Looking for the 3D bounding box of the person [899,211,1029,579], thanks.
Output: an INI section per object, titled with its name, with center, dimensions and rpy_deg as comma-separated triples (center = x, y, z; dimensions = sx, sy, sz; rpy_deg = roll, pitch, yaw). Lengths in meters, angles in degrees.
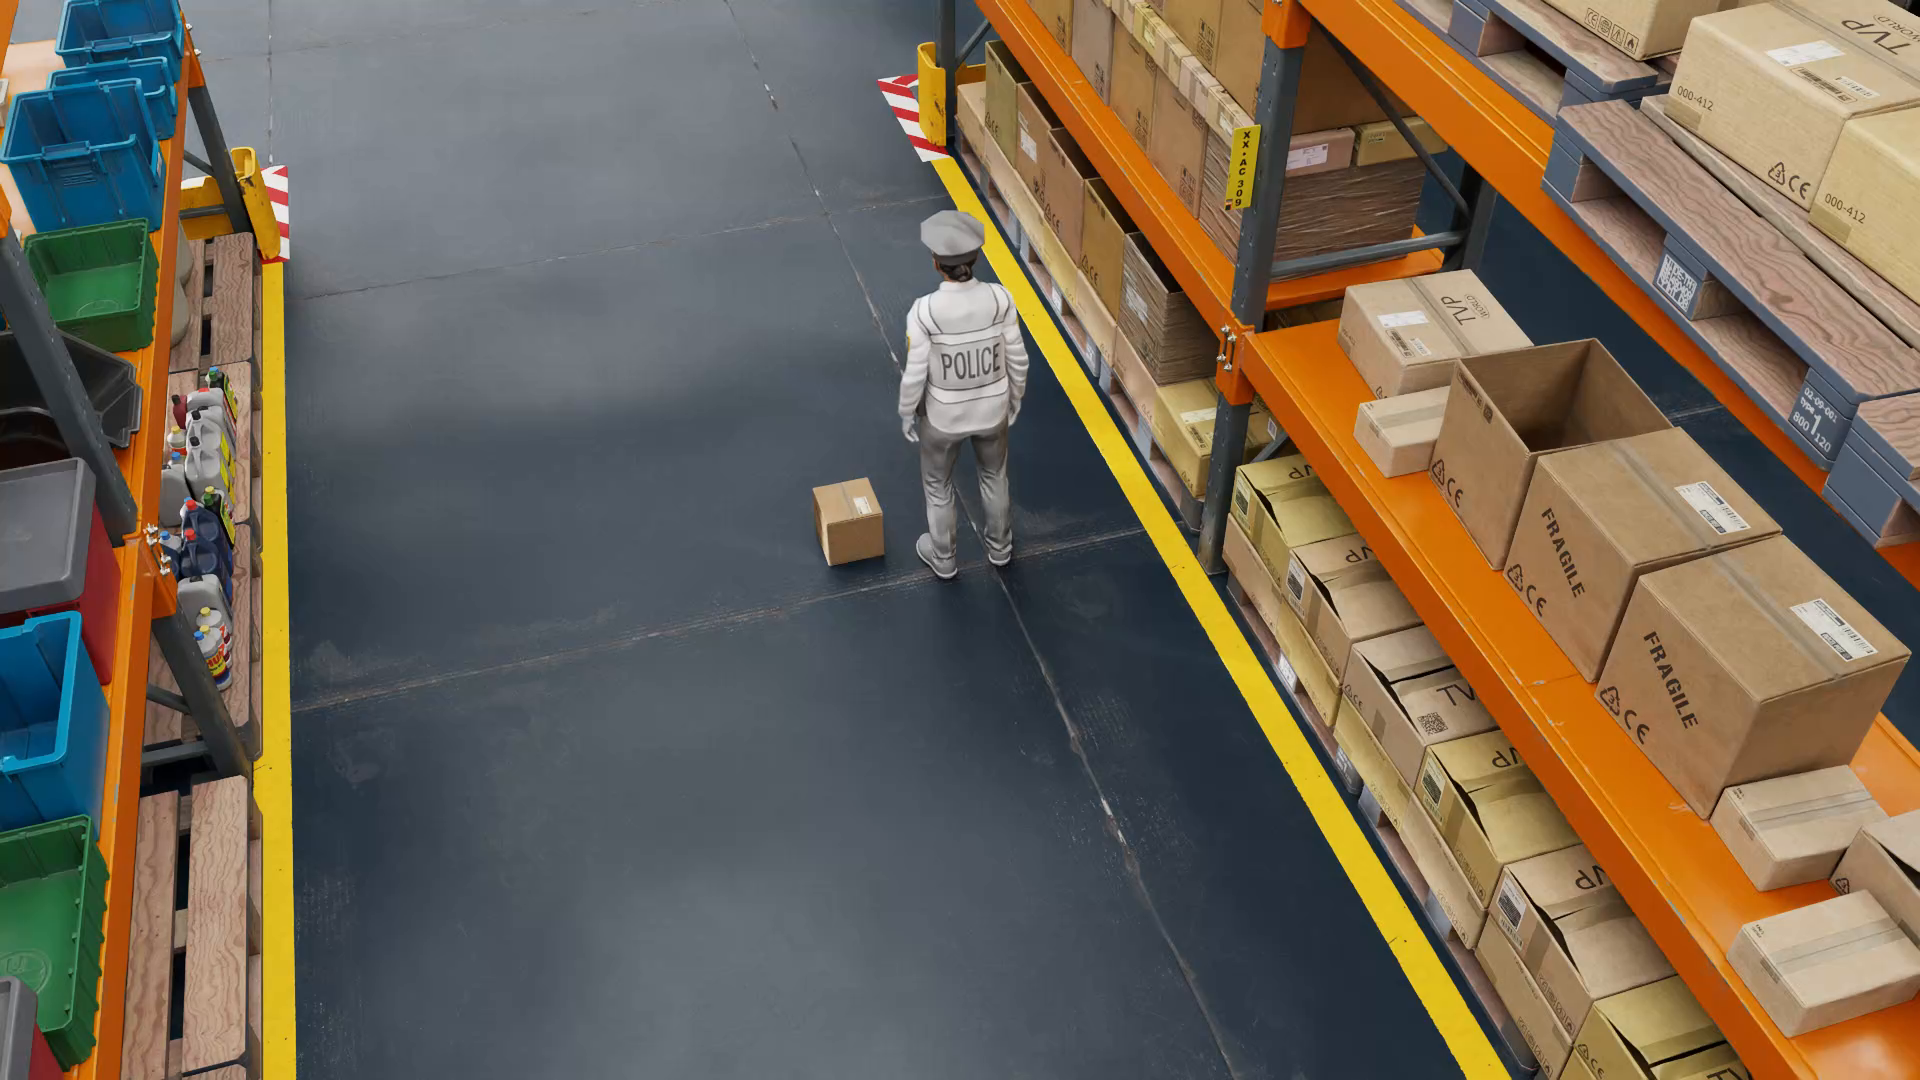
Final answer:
[person]
center = 0.010, -0.531, 6.738
dimensions = 0.526, 1.663, 0.376
rpy_deg = -11, 44, -12
